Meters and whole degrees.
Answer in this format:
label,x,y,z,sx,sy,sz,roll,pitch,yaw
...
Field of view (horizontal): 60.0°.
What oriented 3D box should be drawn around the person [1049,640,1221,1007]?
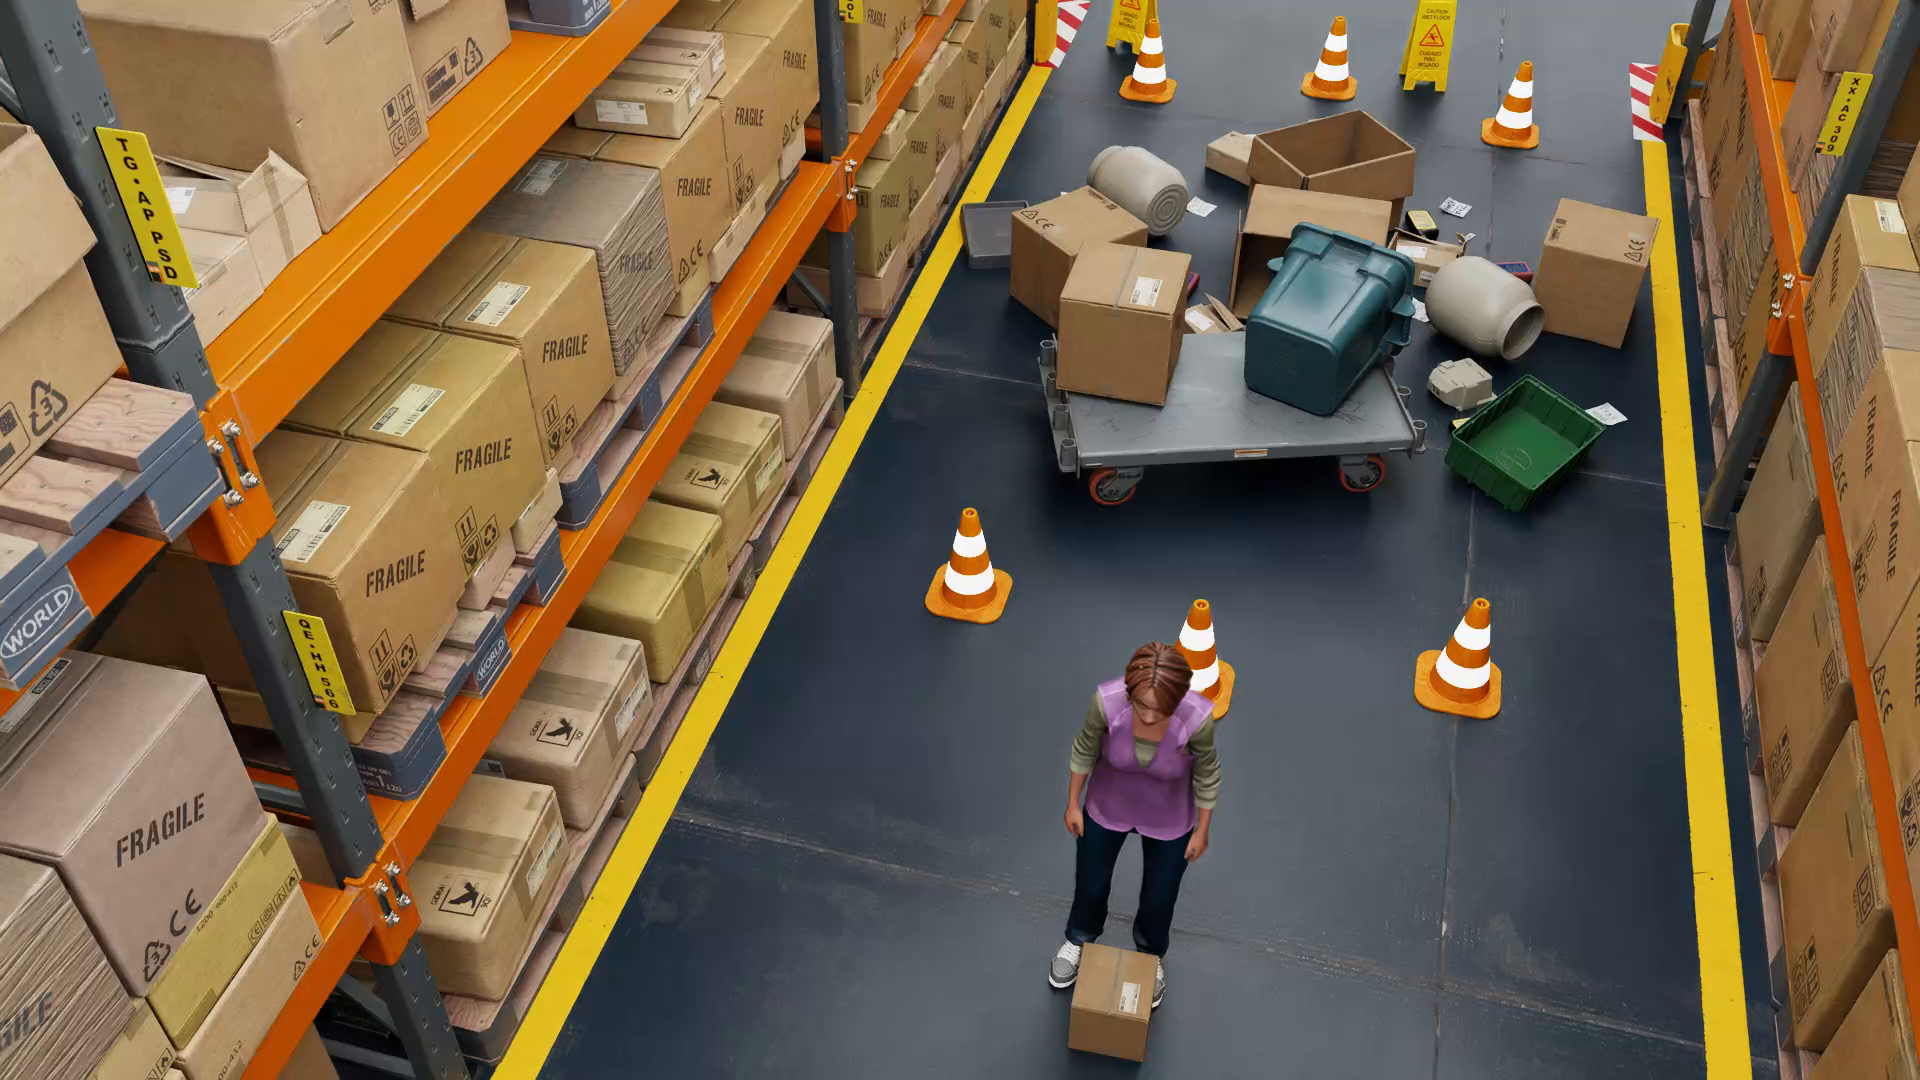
label,x,y,z,sx,sy,sz,roll,pitch,yaw
person,0.556,0.866,5.191,0.468,1.593,0.350,10,43,11
